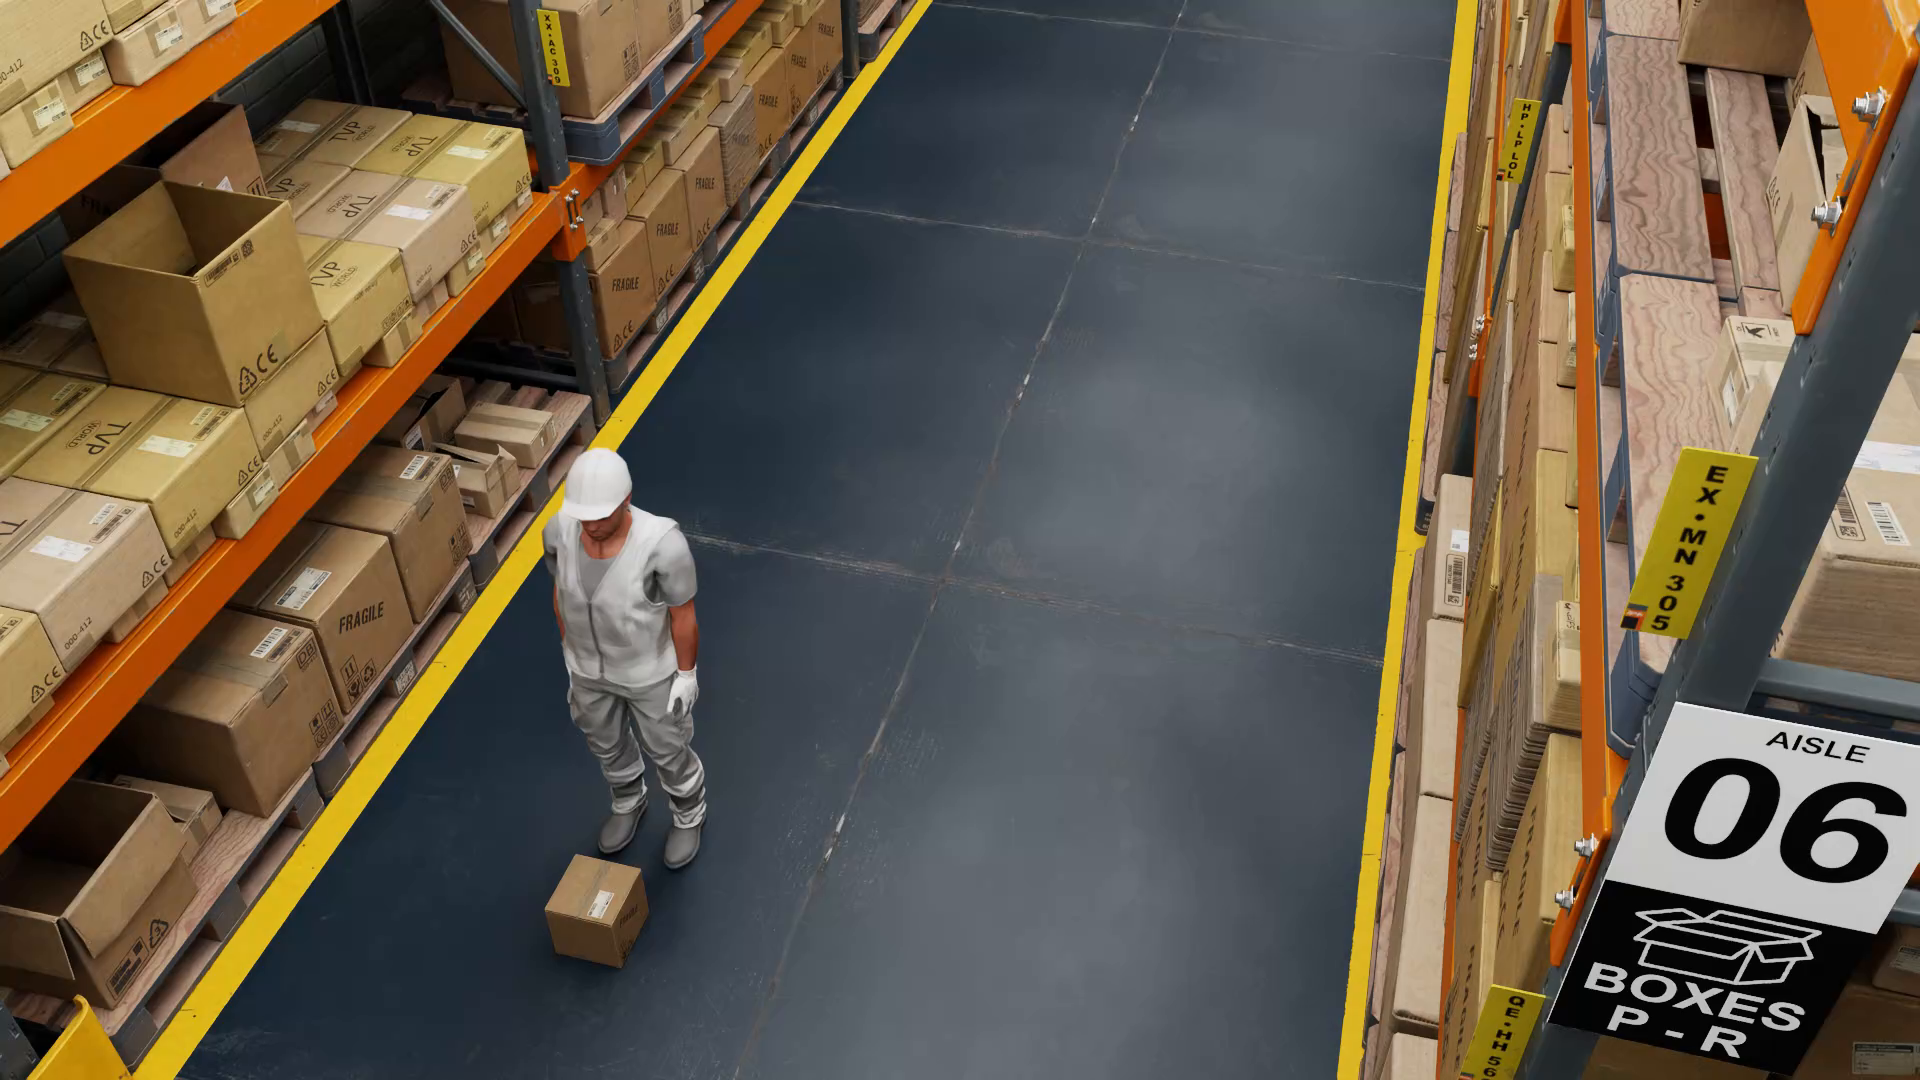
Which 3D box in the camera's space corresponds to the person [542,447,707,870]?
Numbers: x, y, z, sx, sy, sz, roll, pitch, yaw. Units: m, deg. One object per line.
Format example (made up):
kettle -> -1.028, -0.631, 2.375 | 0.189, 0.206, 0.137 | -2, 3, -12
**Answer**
person -> -1.125, 0.418, 5.657 | 0.527, 1.783, 0.344 | 11, 42, 12
